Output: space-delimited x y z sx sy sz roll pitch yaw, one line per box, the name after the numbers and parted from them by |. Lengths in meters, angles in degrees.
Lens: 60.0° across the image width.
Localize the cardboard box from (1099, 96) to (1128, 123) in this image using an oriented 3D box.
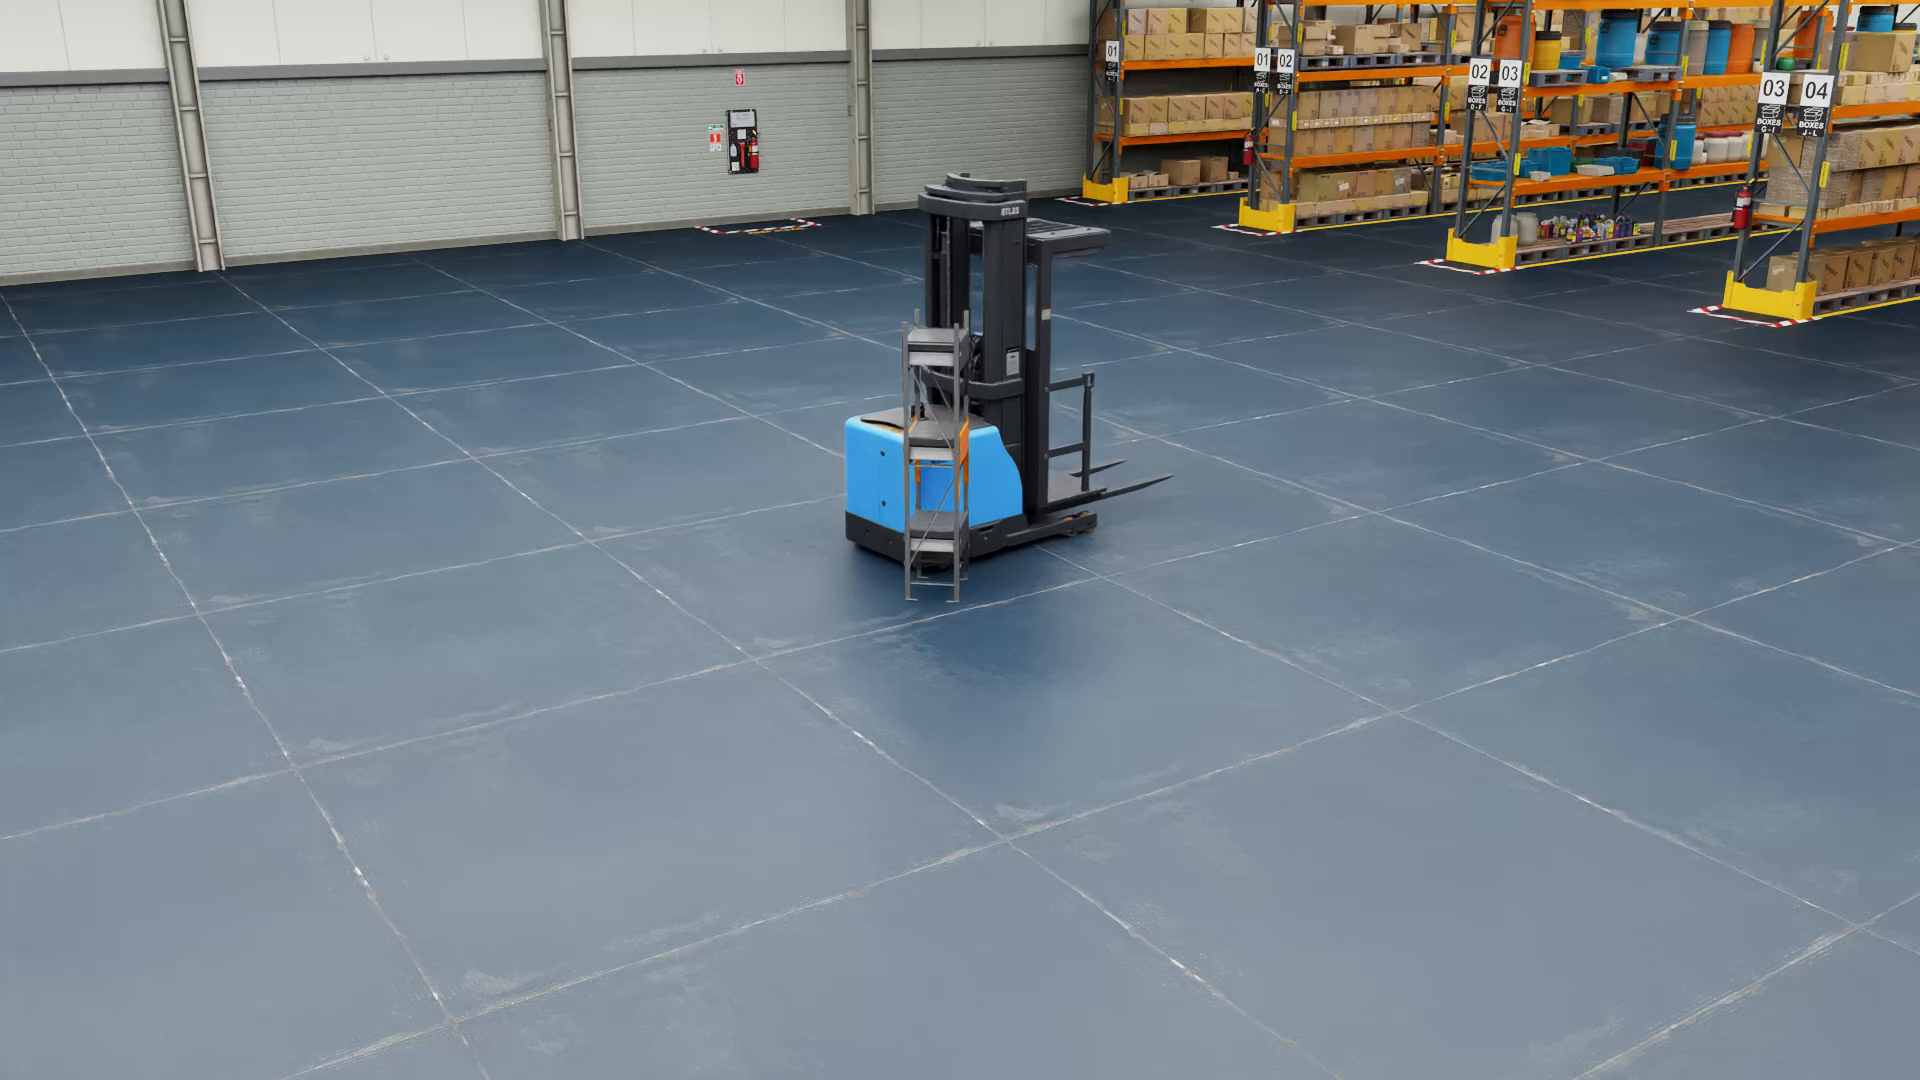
3.251 -8.985 34.671 0.500 0.500 0.500 -12 22 -32 | cardboard box

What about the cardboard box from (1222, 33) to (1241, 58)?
5.600 -10.493 35.228 0.500 0.500 0.500 -14 23 -36 | cardboard box

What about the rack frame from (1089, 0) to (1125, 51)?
2.974 -11.394 33.395 0.127 3.000 1.000 -12 22 -31 | rack frame

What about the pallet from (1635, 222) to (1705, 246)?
12.398 -5.434 29.488 1.213 0.211 1.003 -12 22 -31 | pallet

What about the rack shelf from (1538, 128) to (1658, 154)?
14.054 -8.648 35.764 4.000 0.370 1.077 -12 22 -31 | rack shelf

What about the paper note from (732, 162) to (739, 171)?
-4.198 -6.994 31.125 0.142 0.148 0.016 -12 22 -31 | paper note

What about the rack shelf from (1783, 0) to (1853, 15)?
12.818 -7.429 22.796 4.000 0.370 1.077 -12 22 -31 | rack shelf

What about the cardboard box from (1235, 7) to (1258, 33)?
6.046 -11.047 35.305 0.500 0.500 0.500 -14 23 -36 | cardboard box

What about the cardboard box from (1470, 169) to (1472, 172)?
10.377 -7.278 33.352 0.500 0.311 0.500 -13 22 -33 | cardboard box

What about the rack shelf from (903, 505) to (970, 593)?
-0.171 0.063 12.508 0.431 0.518 0.480 3 19 8 | rack shelf

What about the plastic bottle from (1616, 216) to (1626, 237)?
11.224 -5.335 28.292 0.185 0.351 0.144 -13 23 -34 | plastic bottle

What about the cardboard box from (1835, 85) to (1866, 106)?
11.692 -5.942 22.189 0.500 0.250 0.500 -11 22 -30 | cardboard box

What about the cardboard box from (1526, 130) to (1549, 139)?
11.784 -8.285 33.960 0.250 0.149 0.380 -12 22 -31 | cardboard box

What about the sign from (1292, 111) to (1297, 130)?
6.002 -7.525 29.845 0.005 0.325 0.100 -12 22 -31 | sign

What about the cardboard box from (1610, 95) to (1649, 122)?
14.283 -9.259 35.638 0.700 0.500 0.500 16 24 39 | cardboard box

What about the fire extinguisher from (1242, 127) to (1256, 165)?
5.348 -7.294 30.757 0.183 0.674 0.296 -12 22 -31 | fire extinguisher

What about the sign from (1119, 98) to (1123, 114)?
3.273 -8.817 33.788 0.005 0.325 0.100 -12 22 -31 | sign

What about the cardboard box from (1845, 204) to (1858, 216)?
12.150 -4.573 22.979 0.250 0.149 0.380 -12 22 -31 | cardboard box

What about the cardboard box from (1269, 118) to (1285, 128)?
5.916 -7.700 30.669 0.250 0.149 0.380 -12 22 -32 | cardboard box

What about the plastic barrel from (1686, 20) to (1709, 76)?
12.615 -8.527 28.819 0.600 0.901 0.600 0 19 0 | plastic barrel

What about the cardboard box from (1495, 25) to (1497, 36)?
13.439 -12.445 40.611 0.500 0.250 0.500 -12 22 -31 | cardboard box

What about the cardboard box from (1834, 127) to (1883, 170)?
12.178 -5.349 22.701 0.500 0.500 0.500 -12 22 -31 | cardboard box

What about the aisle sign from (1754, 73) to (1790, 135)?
10.930 -5.878 22.388 0.004 0.787 0.394 -12 22 -31 | aisle sign

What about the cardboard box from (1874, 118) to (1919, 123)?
13.555 -5.844 24.164 0.500 0.500 0.500 -12 22 -31 | cardboard box

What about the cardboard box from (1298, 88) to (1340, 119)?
6.579 -8.071 30.754 0.500 0.500 0.700 -13 22 -33 | cardboard box

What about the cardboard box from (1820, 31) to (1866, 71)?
12.303 -6.764 22.983 0.500 0.500 0.500 -12 22 -31 | cardboard box

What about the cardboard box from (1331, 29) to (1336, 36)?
8.522 -11.237 37.422 0.637 0.503 0.797 -9 20 -24 | cardboard box

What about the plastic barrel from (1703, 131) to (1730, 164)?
13.296 -6.910 29.287 0.433 0.535 0.433 0 19 0 | plastic barrel

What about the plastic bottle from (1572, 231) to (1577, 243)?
10.195 -5.039 27.648 0.097 0.201 0.097 0 19 0 | plastic bottle

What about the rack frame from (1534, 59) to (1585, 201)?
12.383 -8.636 34.607 0.127 3.000 1.000 -12 22 -31 | rack frame

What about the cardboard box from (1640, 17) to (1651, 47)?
14.150 -10.751 35.210 0.600 0.600 0.600 -13 23 -34 | cardboard box

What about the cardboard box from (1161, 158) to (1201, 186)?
4.718 -7.890 35.615 0.500 0.500 0.700 -14 23 -35 | cardboard box

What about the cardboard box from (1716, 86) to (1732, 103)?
16.703 -9.961 36.807 0.500 0.500 0.500 -13 22 -33 | cardboard box

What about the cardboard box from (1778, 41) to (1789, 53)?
18.357 -11.149 37.590 0.500 0.250 0.500 -12 22 -31 | cardboard box

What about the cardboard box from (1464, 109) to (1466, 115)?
12.002 -10.249 39.737 0.250 0.149 0.380 -12 22 -31 | cardboard box

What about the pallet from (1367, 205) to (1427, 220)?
8.355 -6.482 32.588 1.213 0.211 1.003 -12 22 -31 | pallet

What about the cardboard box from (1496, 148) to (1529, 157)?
13.678 -9.784 41.250 0.500 0.500 0.700 -12 22 -31 | cardboard box

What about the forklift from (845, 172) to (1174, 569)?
0.524 -1.528 13.687 3.031 2.935 1.130 -15 24 -37 | forklift

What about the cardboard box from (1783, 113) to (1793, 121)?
18.840 -9.941 38.310 0.500 0.500 0.500 -11 22 -30 | cardboard box

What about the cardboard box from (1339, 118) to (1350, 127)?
7.009 -7.776 30.892 0.250 0.149 0.380 -13 23 -33 | cardboard box

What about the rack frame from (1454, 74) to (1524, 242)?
8.423 -5.902 26.518 0.127 3.000 1.000 -12 22 -31 | rack frame

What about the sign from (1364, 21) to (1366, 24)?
9.357 -11.814 38.392 0.005 0.325 0.100 -12 22 -31 | sign

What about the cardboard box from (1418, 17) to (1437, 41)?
10.912 -11.940 38.851 0.500 0.500 0.700 -11 21 -29 | cardboard box

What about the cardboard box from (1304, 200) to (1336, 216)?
6.688 -6.248 31.179 0.500 0.250 0.500 -12 22 -31 | cardboard box

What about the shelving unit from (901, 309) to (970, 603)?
-0.171 -0.613 12.279 0.431 2.100 0.503 3 19 8 | shelving unit

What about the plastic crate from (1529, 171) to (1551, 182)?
9.347 -5.848 26.772 0.250 0.136 0.298 -12 22 -31 | plastic crate

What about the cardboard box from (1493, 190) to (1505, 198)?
10.800 -7.104 33.712 0.500 0.250 0.500 -11 22 -30 | cardboard box

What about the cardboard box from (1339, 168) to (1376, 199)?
7.526 -6.777 31.575 0.500 0.500 0.500 -12 22 -31 | cardboard box

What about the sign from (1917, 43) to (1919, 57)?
14.180 -7.282 24.494 0.005 0.325 0.100 -12 22 -31 | sign

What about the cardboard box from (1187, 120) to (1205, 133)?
4.835 -8.763 35.184 0.500 0.250 0.500 -12 22 -31 | cardboard box

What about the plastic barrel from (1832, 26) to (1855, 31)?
16.502 -9.348 31.159 0.433 0.535 0.433 0 19 0 | plastic barrel

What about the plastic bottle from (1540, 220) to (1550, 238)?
9.941 -5.298 28.297 0.135 0.276 0.152 -12 22 -31 | plastic bottle

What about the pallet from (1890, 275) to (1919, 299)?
13.946 -3.833 24.752 1.213 0.211 1.003 -12 22 -31 | pallet
